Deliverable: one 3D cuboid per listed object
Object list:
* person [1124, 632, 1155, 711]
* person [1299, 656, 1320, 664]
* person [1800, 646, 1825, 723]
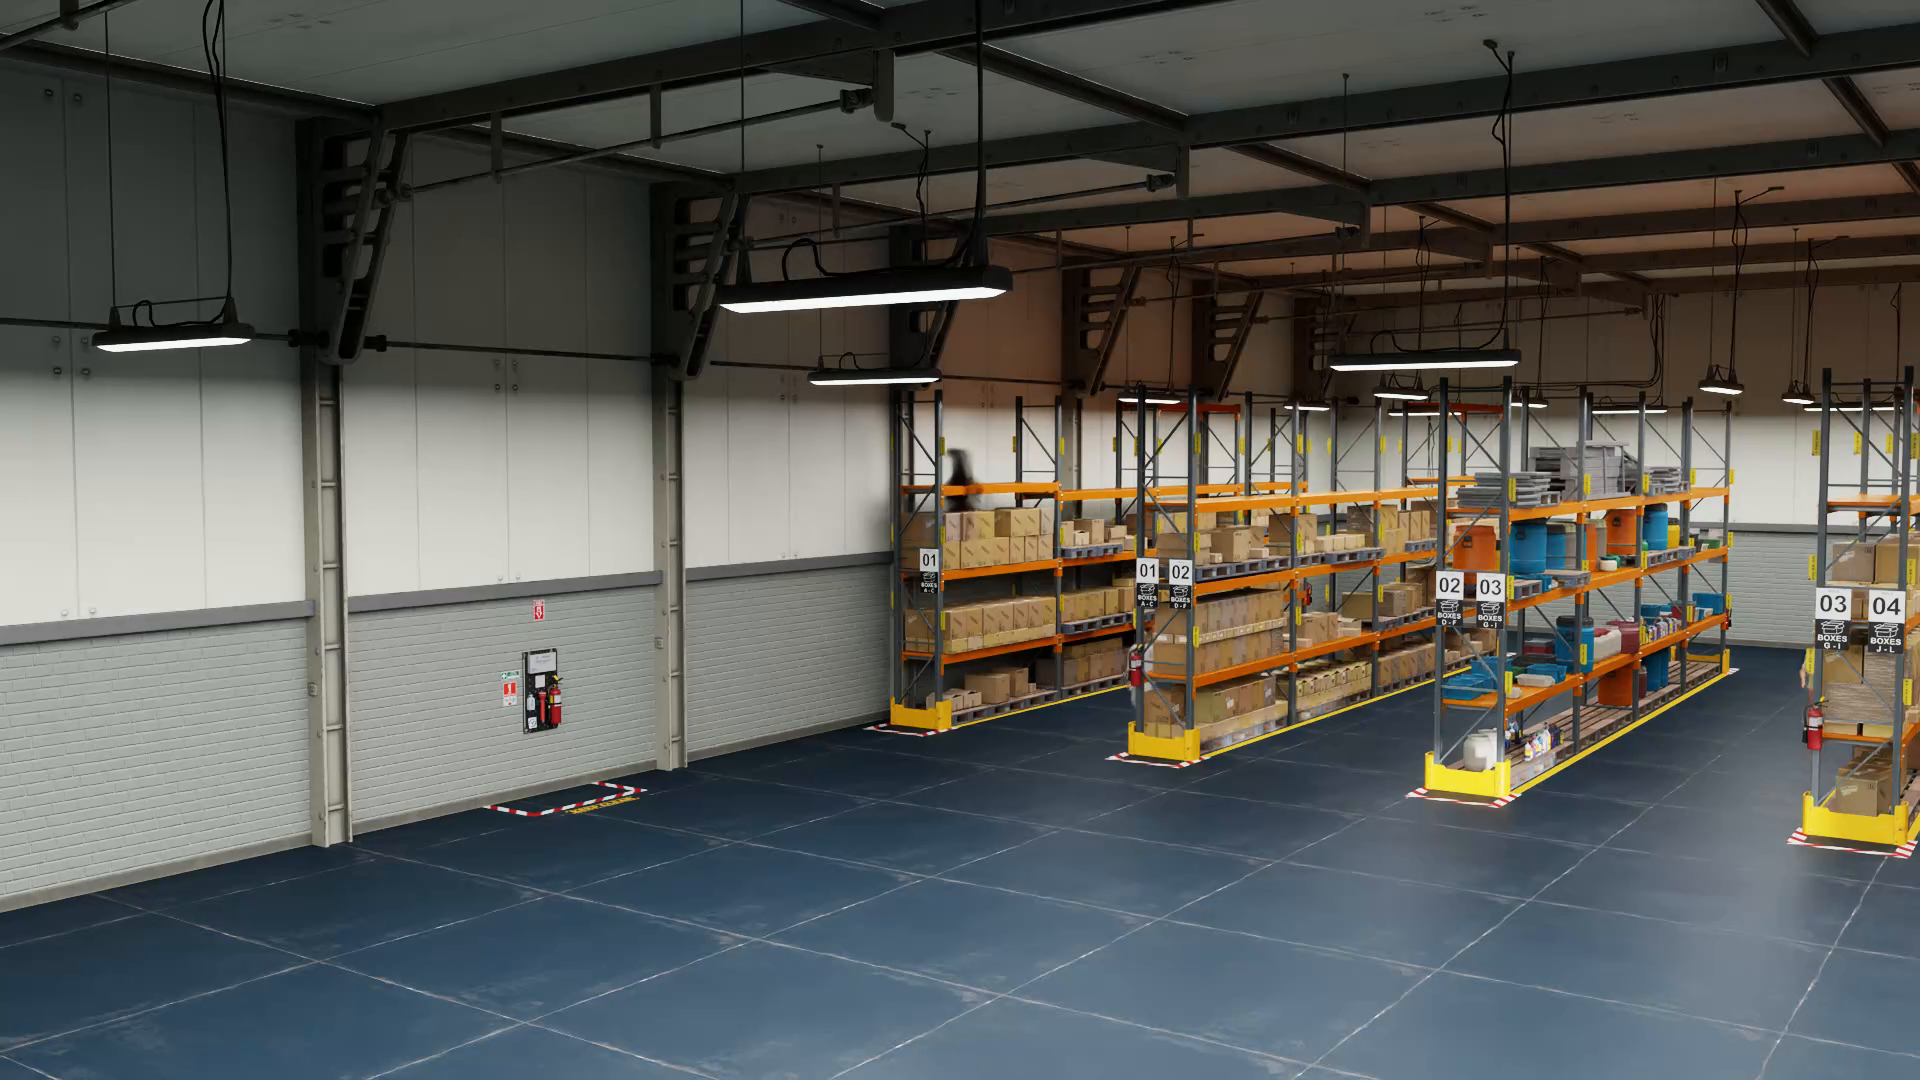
[{"bbox_3d":[3.257,2.474,29.694,0.699,1.724,0.667,3,4,38],"label":"person"},{"bbox_3d":[7.546,2.265,35.604,1.014,1.401,0.540,-2,4,-38],"label":"person"},{"bbox_3d":[14.902,2.583,28.838,0.592,1.625,0.616,1,3,22],"label":"person"}]
